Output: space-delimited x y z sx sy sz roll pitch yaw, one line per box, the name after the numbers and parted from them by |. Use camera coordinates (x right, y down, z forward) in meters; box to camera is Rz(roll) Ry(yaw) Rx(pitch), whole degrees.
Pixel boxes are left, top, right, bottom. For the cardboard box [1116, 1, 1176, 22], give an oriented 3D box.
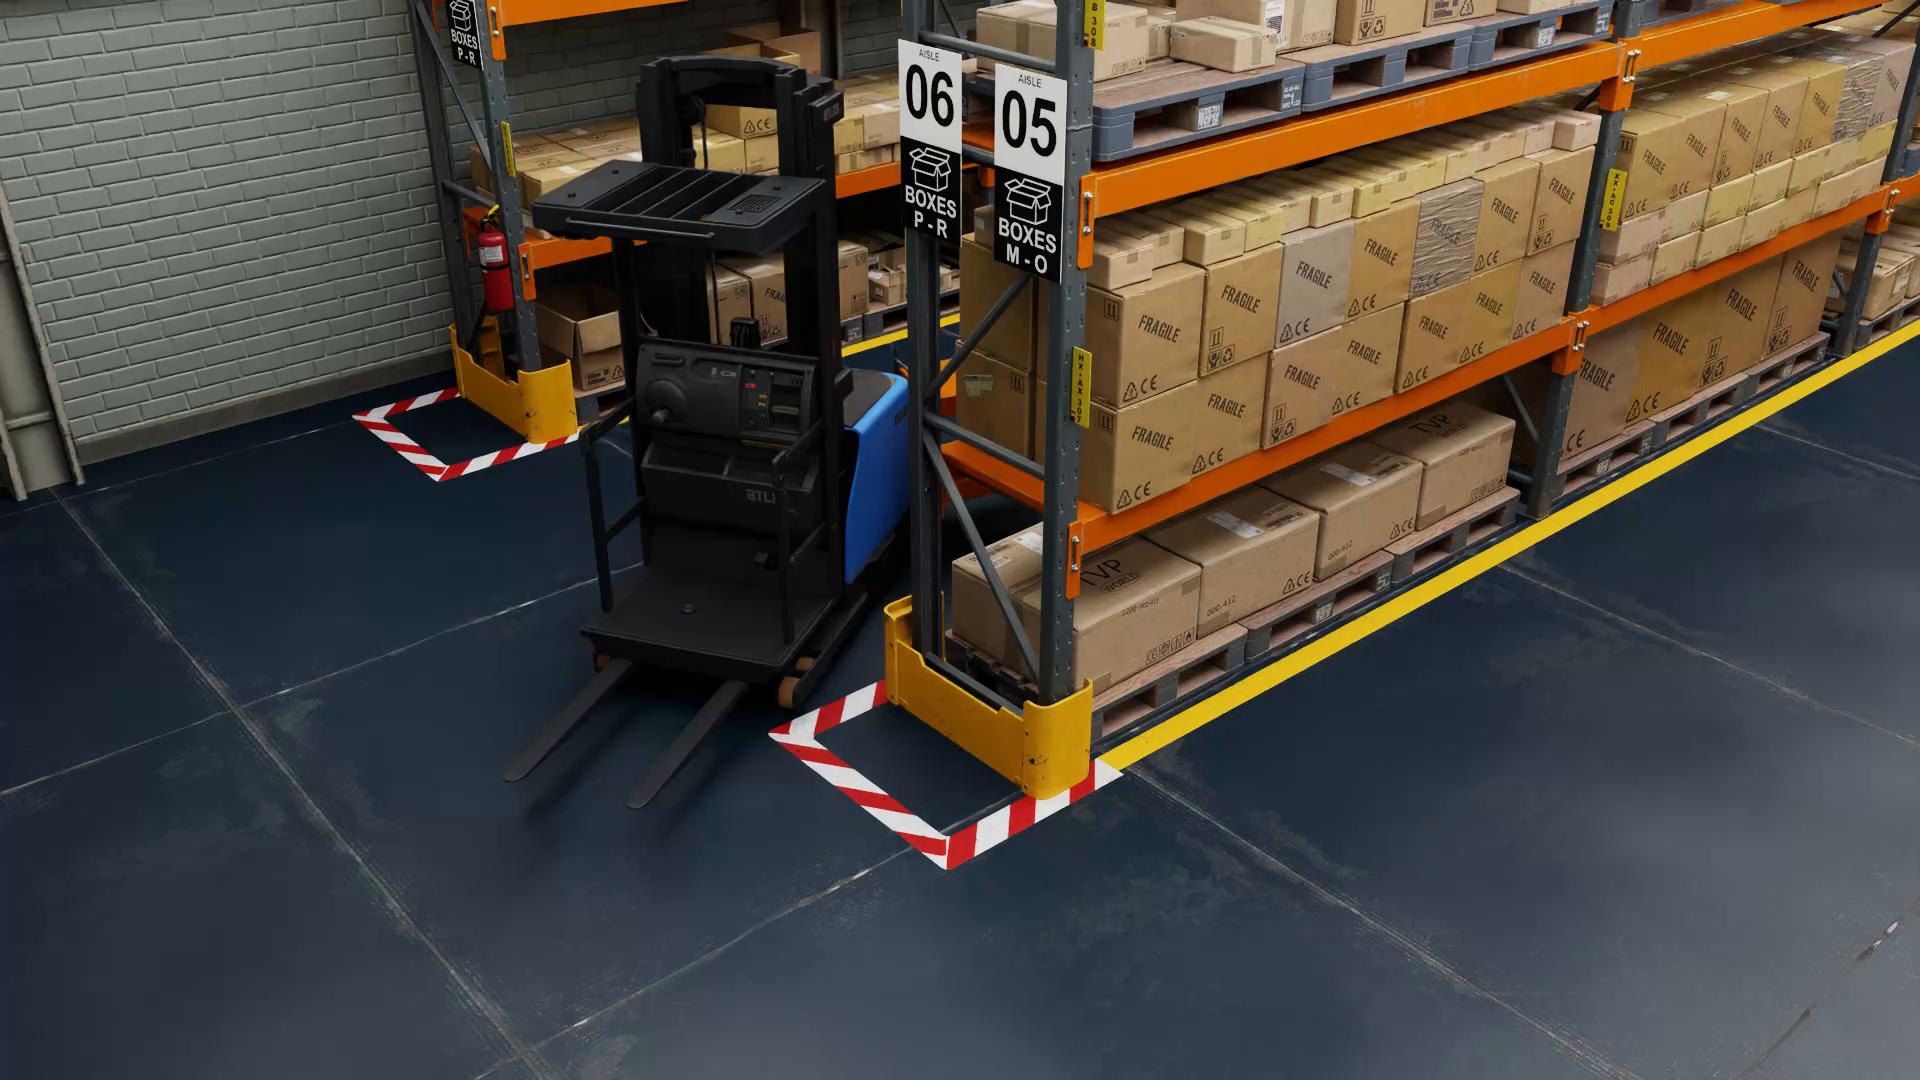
1.456 -4.097 13.683 0.500 0.500 0.700 -22 35 -35 | cardboard box

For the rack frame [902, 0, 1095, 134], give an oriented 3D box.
0.133 -3.045 5.901 0.127 3.000 1.000 -22 35 -35 | rack frame

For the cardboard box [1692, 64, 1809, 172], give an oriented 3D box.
4.839 -2.618 10.300 0.500 0.500 0.500 -23 35 -36 | cardboard box

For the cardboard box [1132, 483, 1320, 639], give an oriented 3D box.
1.261 0.025 8.794 0.875 0.438 0.875 -21 34 -34 | cardboard box

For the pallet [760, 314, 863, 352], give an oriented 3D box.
-1.500 -1.587 12.496 1.213 0.211 1.003 -22 35 -35 | pallet

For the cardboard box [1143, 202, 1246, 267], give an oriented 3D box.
1.008 -1.324 7.190 0.250 0.149 0.380 -21 34 -33 | cardboard box

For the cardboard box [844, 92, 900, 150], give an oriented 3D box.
-0.649 -3.065 12.146 0.500 0.250 0.500 -22 35 -35 | cardboard box

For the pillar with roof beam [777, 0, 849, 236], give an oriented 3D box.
1.631 -4.614 8.837 0.400 9.000 9.100 -22 35 -35 | pillar with roof beam

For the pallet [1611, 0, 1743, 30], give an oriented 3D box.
3.841 -3.160 9.501 1.217 0.209 0.805 -24 36 -37 | pallet

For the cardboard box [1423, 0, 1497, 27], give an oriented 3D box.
2.171 -2.797 7.957 0.637 0.503 0.797 -19 33 -31 | cardboard box

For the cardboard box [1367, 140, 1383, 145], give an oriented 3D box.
1.966 -2.088 8.620 0.250 0.149 0.380 -23 36 -36 | cardboard box

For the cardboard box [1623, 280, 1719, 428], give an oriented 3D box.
4.278 -1.369 10.937 0.875 0.875 0.875 -21 34 -34 | cardboard box

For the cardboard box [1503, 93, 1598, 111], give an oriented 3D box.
3.353 -2.335 9.770 0.500 0.500 0.500 -21 34 -33 | cardboard box

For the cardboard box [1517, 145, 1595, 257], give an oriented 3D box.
2.996 -1.865 8.890 0.500 0.500 0.500 -22 35 -35 | cardboard box

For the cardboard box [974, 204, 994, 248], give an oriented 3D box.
0.276 -1.352 7.243 0.250 0.149 0.380 -21 35 -34 | cardboard box

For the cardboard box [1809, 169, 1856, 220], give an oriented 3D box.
5.624 -2.371 11.163 0.500 0.250 0.500 -21 35 -34 | cardboard box

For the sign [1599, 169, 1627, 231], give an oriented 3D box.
3.537 -1.841 9.010 0.005 0.325 0.100 -22 35 -35 | sign

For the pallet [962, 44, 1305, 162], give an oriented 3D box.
0.690 -1.914 7.060 1.213 0.211 1.003 -22 35 -35 | pallet

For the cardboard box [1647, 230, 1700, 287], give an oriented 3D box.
4.075 -1.756 10.012 0.500 0.250 0.500 -23 36 -36 | cardboard box

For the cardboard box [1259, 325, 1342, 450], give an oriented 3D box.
1.450 -0.801 7.961 0.500 0.500 0.500 -22 35 -35 | cardboard box

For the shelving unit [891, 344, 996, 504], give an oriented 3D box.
0.185 -0.611 9.701 1.048 1.125 0.538 -13 31 -23 | shelving unit

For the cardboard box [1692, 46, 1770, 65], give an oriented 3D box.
4.910 -2.961 10.941 0.500 0.500 0.500 -21 34 -34 | cardboard box

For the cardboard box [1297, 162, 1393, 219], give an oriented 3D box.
1.790 -1.639 7.780 0.250 0.149 0.380 -23 36 -36 | cardboard box

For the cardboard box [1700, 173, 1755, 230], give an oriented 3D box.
4.473 -2.125 10.173 0.500 0.250 0.500 -21 35 -34 | cardboard box

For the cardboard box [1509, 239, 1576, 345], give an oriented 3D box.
2.989 -1.434 9.144 0.500 0.500 0.500 -22 35 -34 | cardboard box

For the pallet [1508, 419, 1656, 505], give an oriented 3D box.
3.714 -0.656 10.754 1.213 0.211 1.003 -22 35 -35 | pallet

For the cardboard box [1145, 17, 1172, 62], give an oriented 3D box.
0.684 -2.168 7.156 0.250 0.149 0.380 -25 37 -39 | cardboard box

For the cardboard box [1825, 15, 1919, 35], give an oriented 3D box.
6.770 -3.608 12.452 0.500 0.500 0.500 -23 35 -36 | cardboard box

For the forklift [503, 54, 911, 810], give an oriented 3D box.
-1.211 -0.670 7.894 1.130 2.935 3.031 9 29 16 | forklift

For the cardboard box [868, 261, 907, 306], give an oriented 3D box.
-0.553 -1.996 12.758 0.258 0.266 0.396 -20 34 -33 | cardboard box

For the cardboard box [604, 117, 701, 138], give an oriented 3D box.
-2.141 -2.786 11.624 0.500 0.250 0.500 -21 34 -33 | cardboard box

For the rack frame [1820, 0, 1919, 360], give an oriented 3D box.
6.219 -2.847 11.894 0.127 3.000 1.000 -22 35 -35 | rack frame

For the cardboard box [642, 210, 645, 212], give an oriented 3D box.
-2.091 -2.312 11.160 0.250 0.149 0.380 -21 34 -33 | cardboard box

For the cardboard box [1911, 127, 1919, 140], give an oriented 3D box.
6.824 -3.028 12.055 0.250 0.149 0.380 -24 37 -38 | cardboard box

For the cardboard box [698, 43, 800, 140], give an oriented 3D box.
-1.431 -3.075 11.370 0.500 0.500 0.500 -21 35 -34 | cardboard box

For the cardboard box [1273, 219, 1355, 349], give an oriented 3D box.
1.458 -1.250 7.740 0.500 0.500 0.500 -22 35 -35 | cardboard box

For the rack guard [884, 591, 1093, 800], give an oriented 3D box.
0.115 0.710 7.890 0.348 0.500 1.175 -22 35 -35 | rack guard

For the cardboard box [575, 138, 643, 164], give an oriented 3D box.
-2.188 -2.440 10.976 0.500 0.250 0.500 -21 35 -34 | cardboard box

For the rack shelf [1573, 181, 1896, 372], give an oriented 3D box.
4.697 -1.918 10.919 4.000 0.370 1.077 -22 35 -35 | rack shelf

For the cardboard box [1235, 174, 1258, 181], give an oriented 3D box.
1.211 -1.762 8.010 0.250 0.149 0.380 -21 35 -34 | cardboard box

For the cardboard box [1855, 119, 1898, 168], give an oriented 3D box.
6.015 -2.762 11.364 0.500 0.250 0.500 -22 35 -35 | cardboard box

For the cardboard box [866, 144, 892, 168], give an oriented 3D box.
-0.710 -2.857 12.180 0.250 0.149 0.380 -21 34 -34 | cardboard box

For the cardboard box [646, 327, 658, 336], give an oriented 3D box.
-2.216 -1.375 11.720 0.250 0.149 0.380 -24 36 -37 | cardboard box

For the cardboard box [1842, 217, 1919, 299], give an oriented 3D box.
7.211 -2.271 13.159 0.625 0.372 0.950 -23 36 -36 | cardboard box

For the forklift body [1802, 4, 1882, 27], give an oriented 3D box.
8.822 -5.464 17.693 1.214 2.155 2.313 -22 35 -35 | forklift body

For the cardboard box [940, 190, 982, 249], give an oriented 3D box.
0.133 -2.741 13.903 0.500 0.500 0.500 -22 35 -35 | cardboard box

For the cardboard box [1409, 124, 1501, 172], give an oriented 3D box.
2.500 -1.988 8.431 0.250 0.149 0.380 -22 35 -35 | cardboard box
